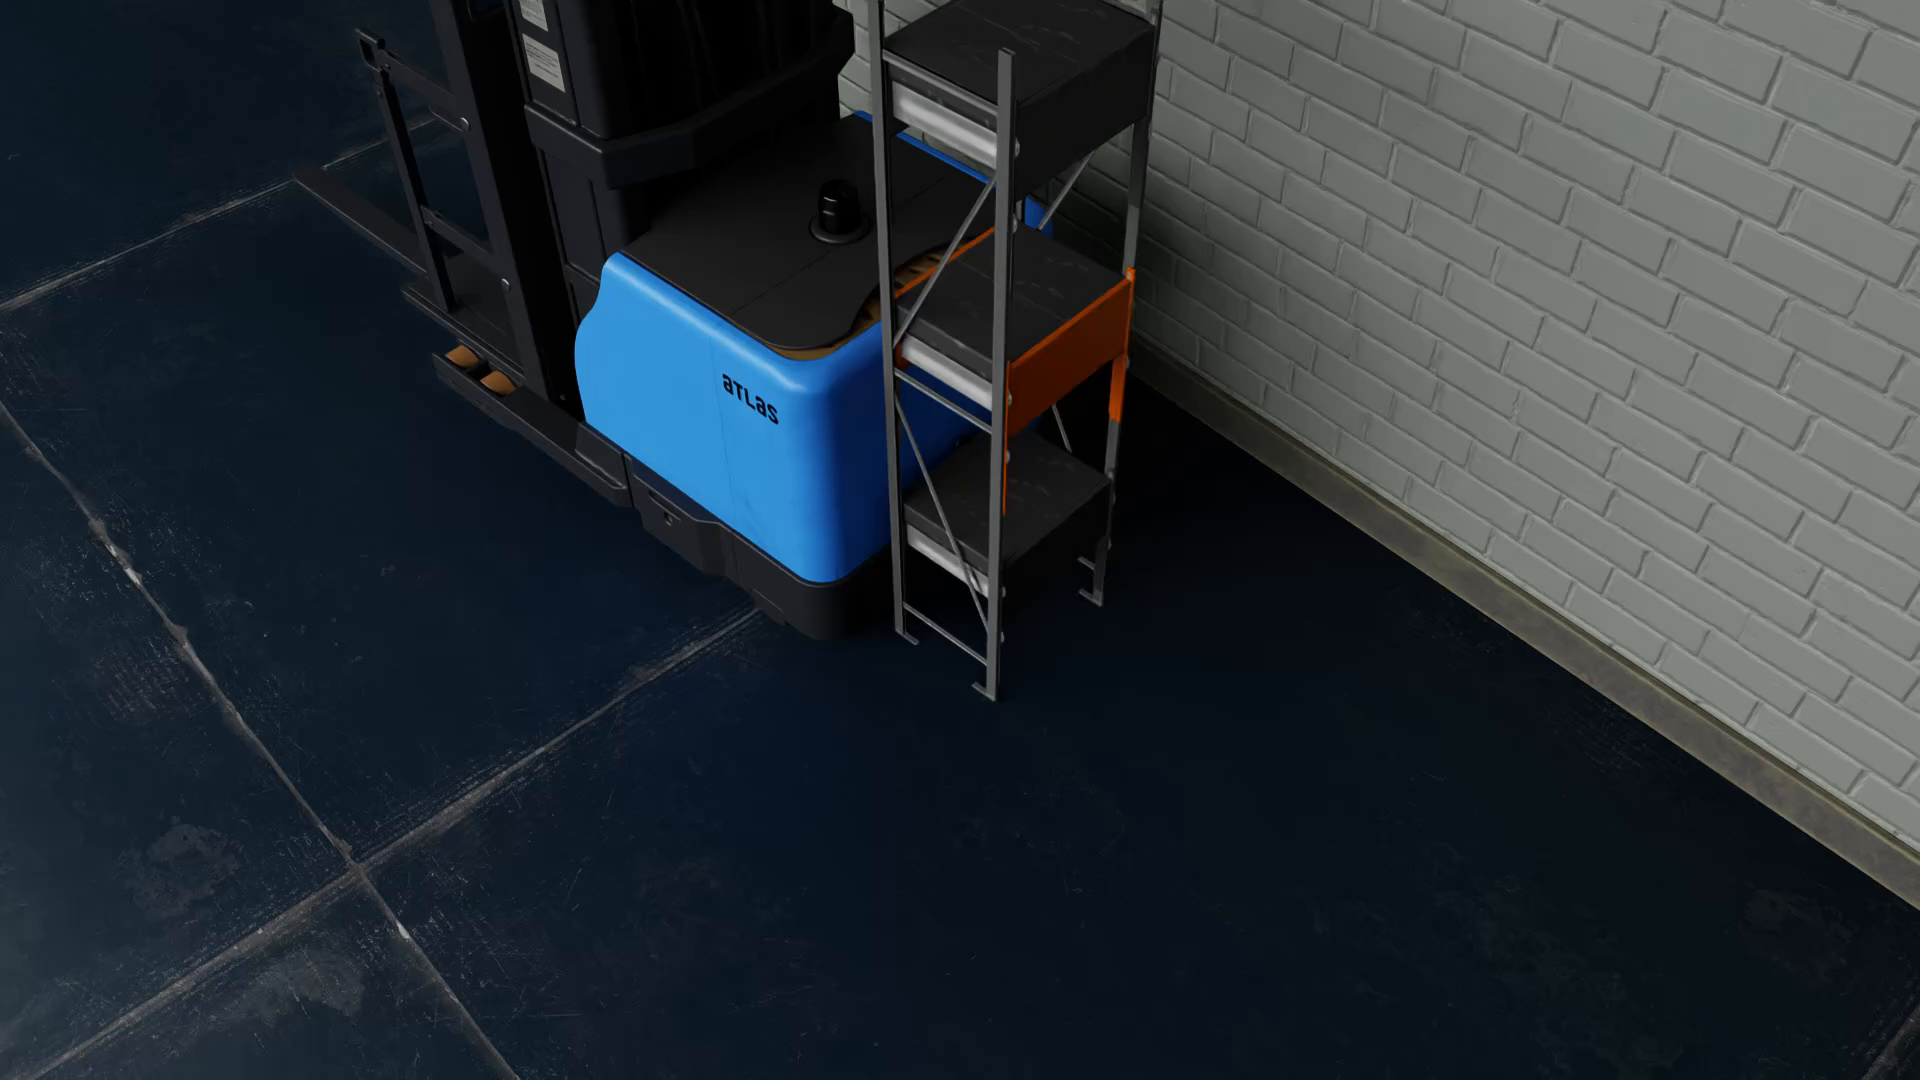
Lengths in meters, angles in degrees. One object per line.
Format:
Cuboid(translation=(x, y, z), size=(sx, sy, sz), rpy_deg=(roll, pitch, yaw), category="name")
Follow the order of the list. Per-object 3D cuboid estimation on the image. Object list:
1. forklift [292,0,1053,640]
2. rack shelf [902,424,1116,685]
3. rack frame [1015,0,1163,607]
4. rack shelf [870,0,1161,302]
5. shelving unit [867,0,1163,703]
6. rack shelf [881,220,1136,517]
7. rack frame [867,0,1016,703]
Cuboid(translation=(-1.153, -1.651, 4.779), size=(3.031, 2.935, 1.130), rpy_deg=(34, 56, 27), category="forklift")
Cuboid(translation=(0.122, 0.008, 4.785), size=(0.431, 0.518, 0.480), rpy_deg=(34, 56, 27), category="rack shelf")
Cuboid(translation=(0.286, -0.609, 4.383), size=(0.400, 2.100, 0.015), rpy_deg=(34, 56, 27), category="rack frame")
Cuboid(translation=(0.122, -0.941, 3.756), size=(0.431, 0.518, 0.480), rpy_deg=(34, 56, 27), category="rack shelf")
Cuboid(translation=(0.122, -0.476, 4.260), size=(0.431, 2.100, 0.503), rpy_deg=(34, 56, 27), category="shelving unit")
Cuboid(translation=(0.122, -0.467, 4.270), size=(0.431, 0.518, 0.480), rpy_deg=(34, 56, 27), category="rack shelf")
Cuboid(translation=(-0.042, -0.343, 4.138), size=(0.400, 2.100, 0.015), rpy_deg=(34, 56, 27), category="rack frame")
